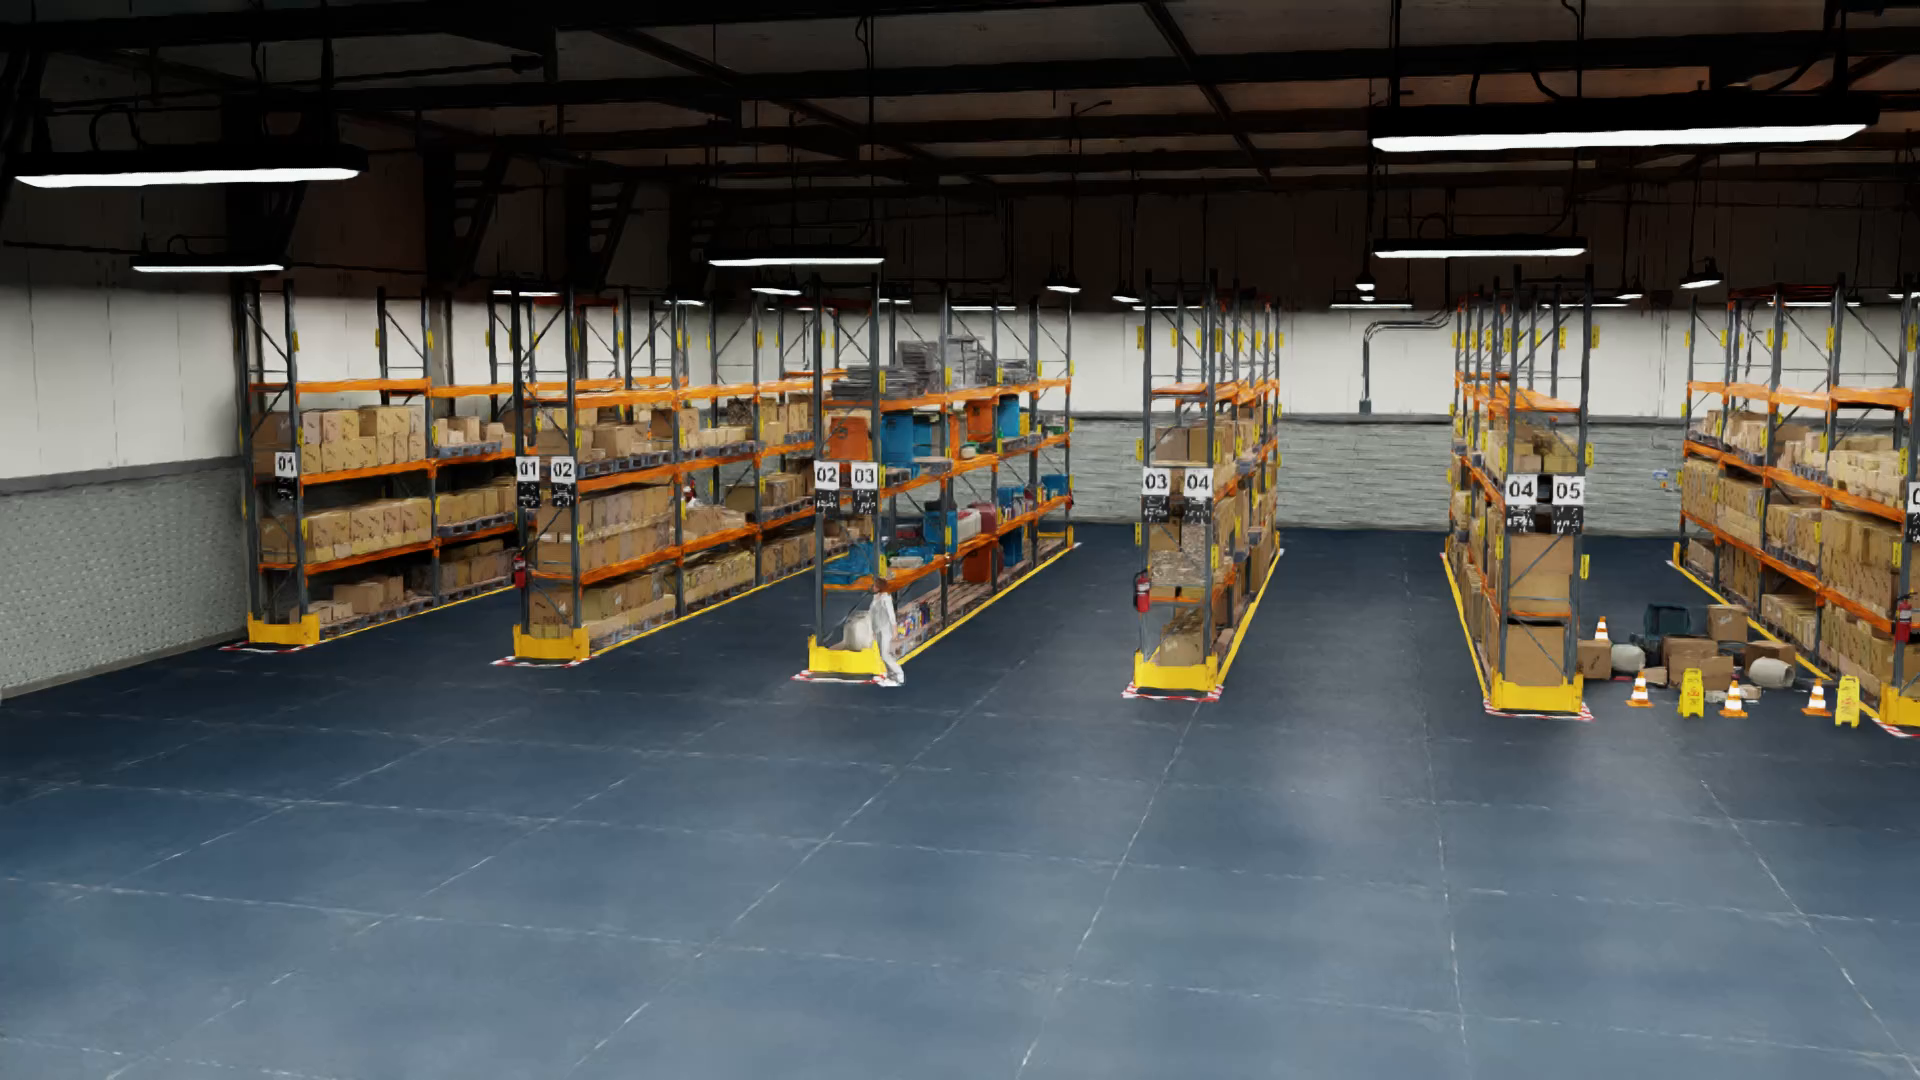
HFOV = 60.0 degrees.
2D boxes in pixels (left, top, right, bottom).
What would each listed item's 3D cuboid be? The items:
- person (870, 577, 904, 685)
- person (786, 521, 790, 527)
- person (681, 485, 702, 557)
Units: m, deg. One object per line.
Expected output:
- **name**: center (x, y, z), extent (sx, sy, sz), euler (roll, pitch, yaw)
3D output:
- **person**: center (-1.051, 1.328, 24.120), extent (0.424, 1.585, 0.543), euler (-4, 8, -31)
- **person**: center (-4.411, -0.708, 41.119), extent (0.625, 1.596, 0.510), euler (1, 7, 12)
- **person**: center (-6.134, -0.376, 37.715), extent (0.577, 1.733, 1.042), euler (2, 7, 13)
